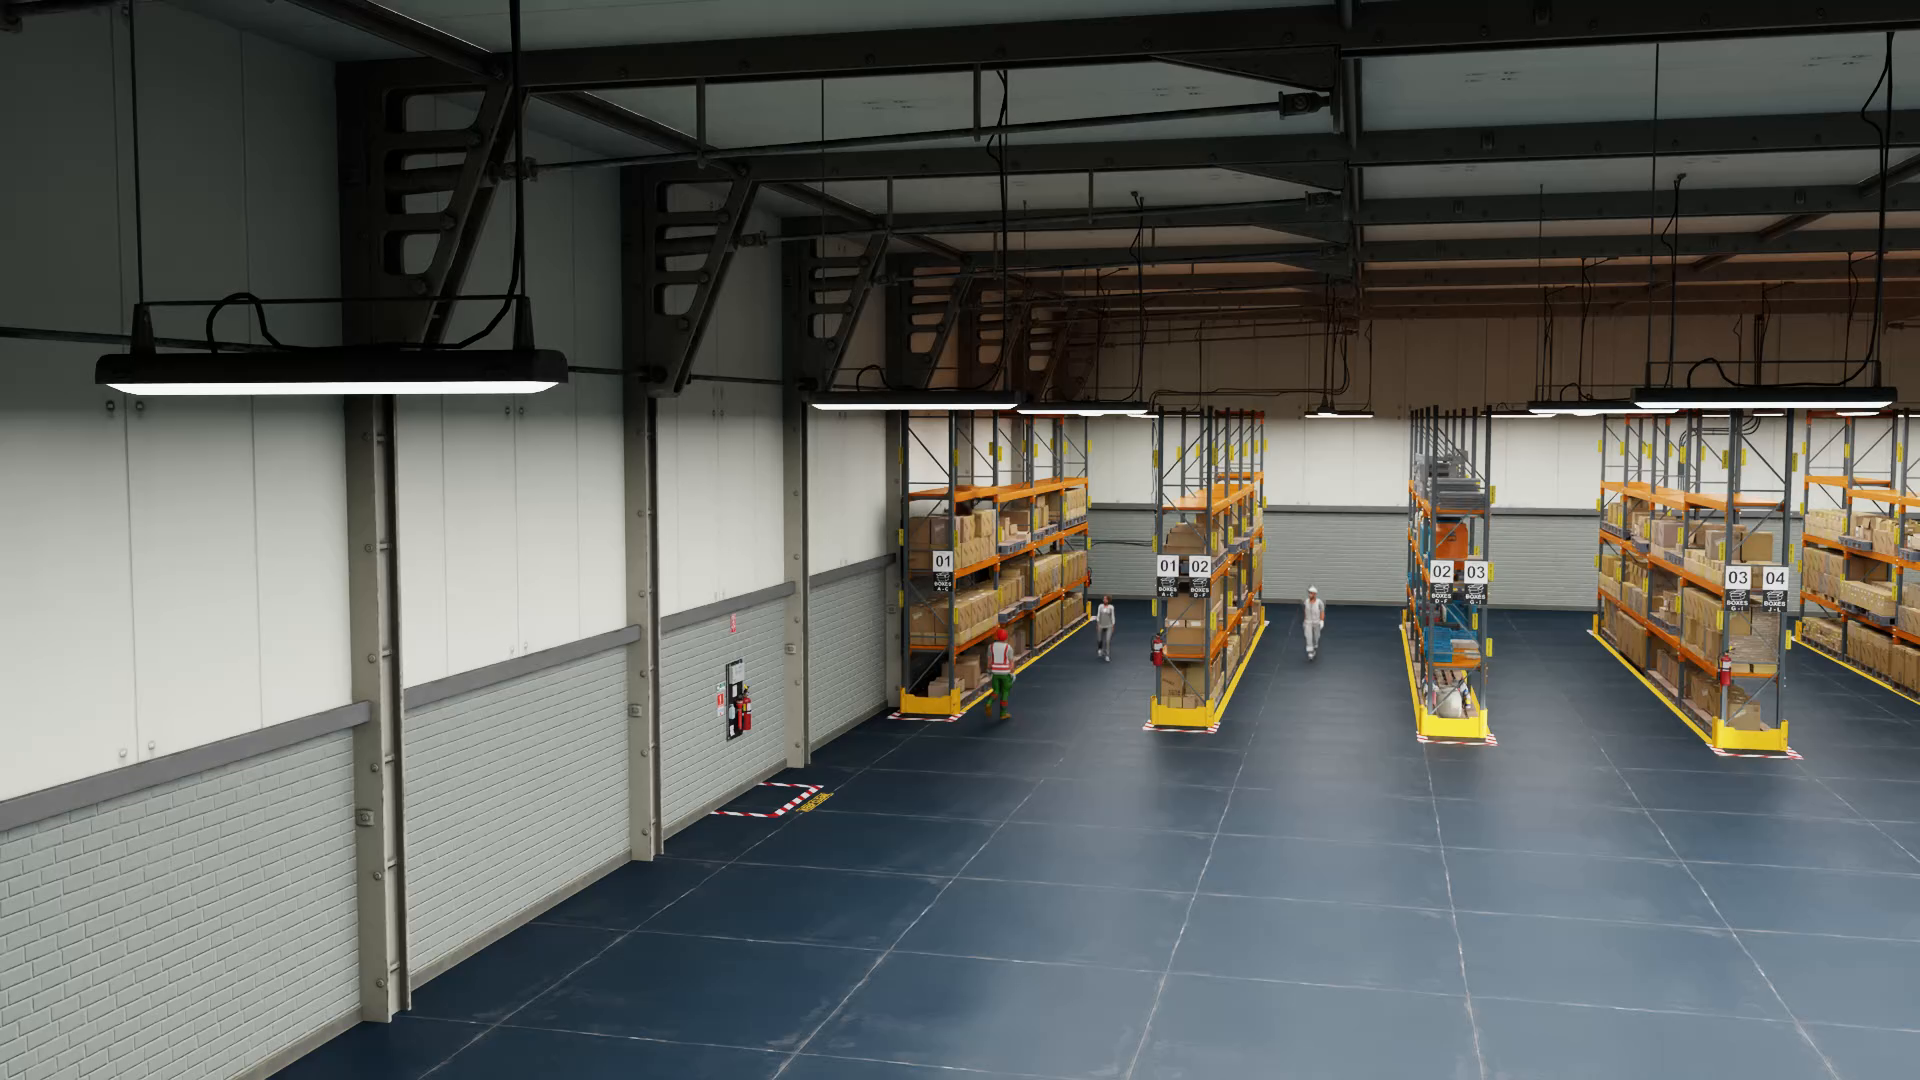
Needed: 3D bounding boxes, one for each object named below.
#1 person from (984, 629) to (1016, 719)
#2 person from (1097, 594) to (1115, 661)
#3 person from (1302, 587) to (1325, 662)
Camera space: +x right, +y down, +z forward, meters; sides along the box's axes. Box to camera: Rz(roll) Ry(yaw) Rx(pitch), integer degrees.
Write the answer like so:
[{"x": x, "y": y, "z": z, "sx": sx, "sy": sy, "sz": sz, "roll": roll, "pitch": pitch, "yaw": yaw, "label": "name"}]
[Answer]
[{"x": 0.755, "y": 2.560, "z": 31.735, "sx": 0.580, "sy": 1.748, "sz": 0.683, "roll": 3, "pitch": 5, "yaw": 35, "label": "person"}, {"x": 3.479, "y": 2.093, "z": 39.633, "sx": 0.432, "sy": 1.557, "sz": 0.516, "roll": 1, "pitch": 4, "yaw": 8, "label": "person"}, {"x": 8.439, "y": 2.006, "z": 39.659, "sx": 0.498, "sy": 1.748, "sz": 1.048, "roll": 0, "pitch": 4, "yaw": 4, "label": "person"}]
